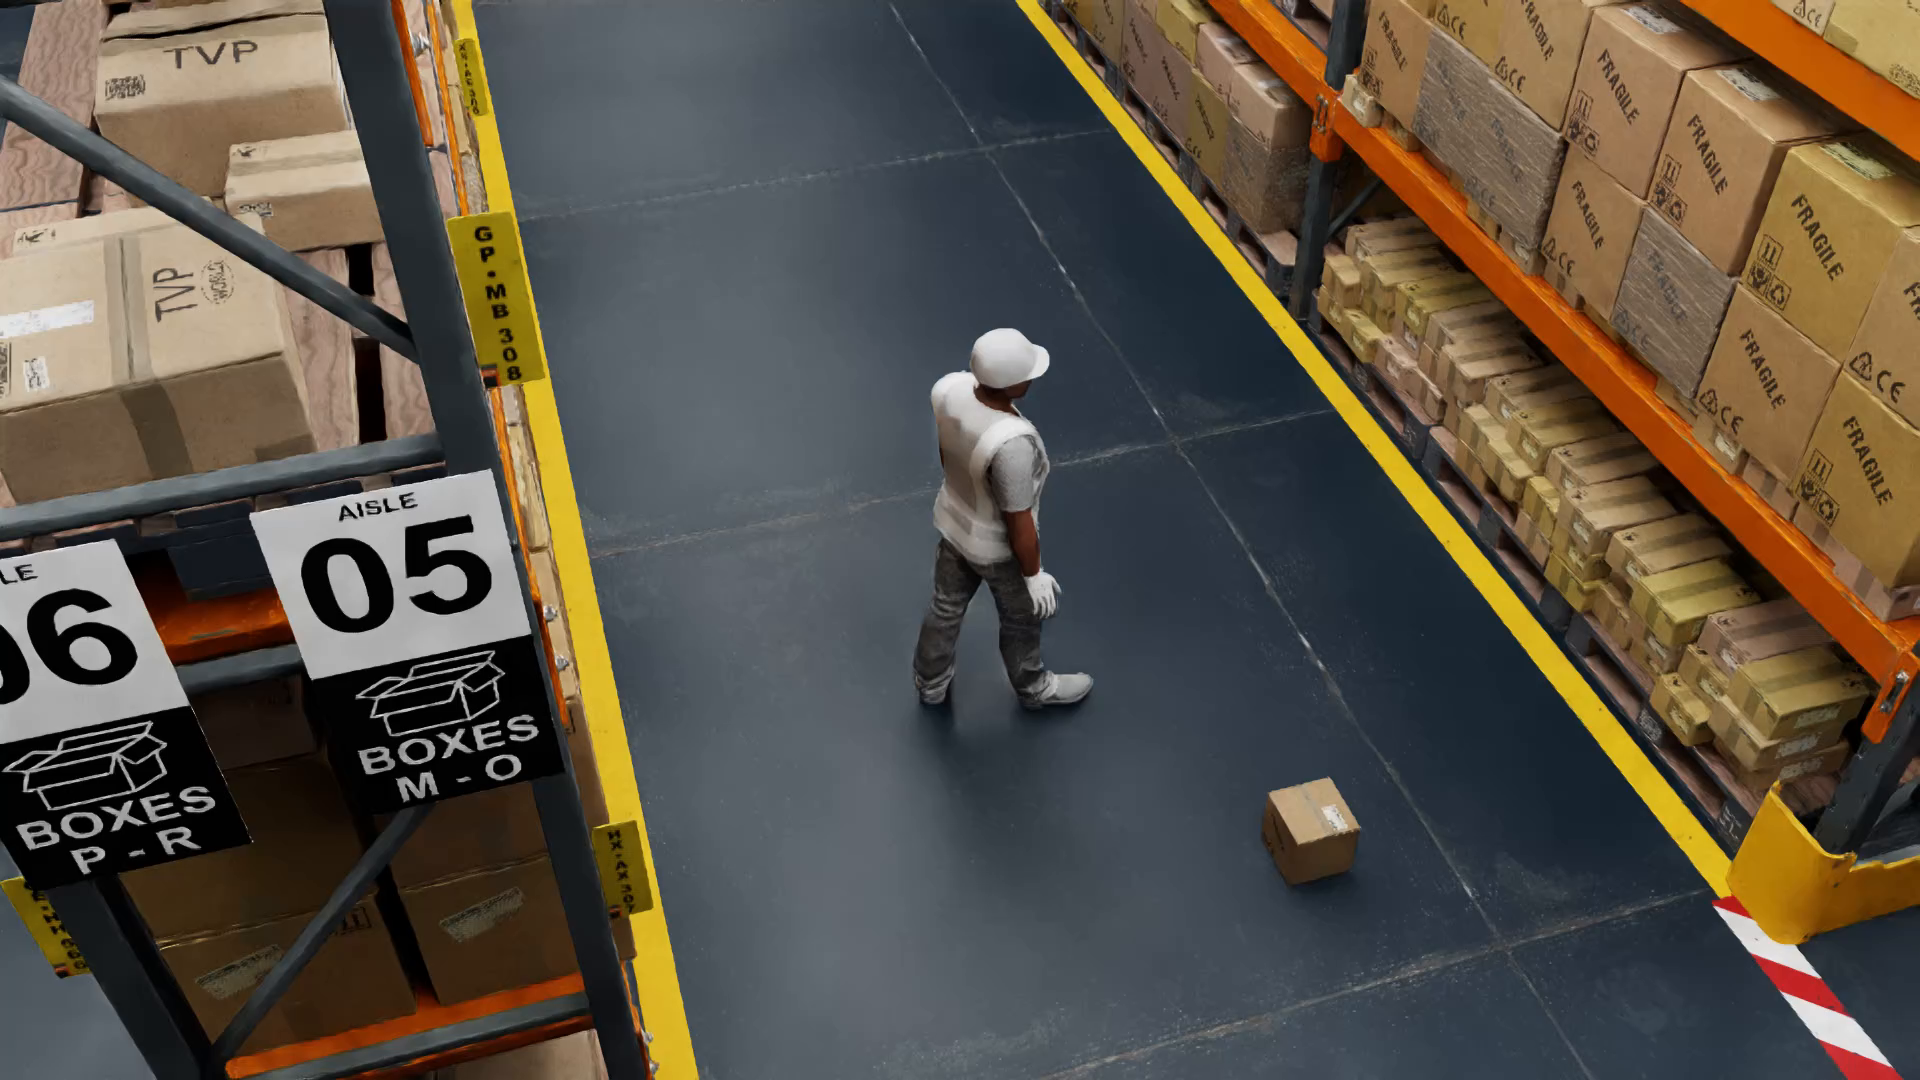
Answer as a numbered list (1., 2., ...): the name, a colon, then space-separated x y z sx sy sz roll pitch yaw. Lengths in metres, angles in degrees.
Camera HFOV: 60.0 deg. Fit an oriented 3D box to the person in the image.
1. person: 0.177 -0.033 6.167 0.639 1.786 0.706 -23 47 -24
